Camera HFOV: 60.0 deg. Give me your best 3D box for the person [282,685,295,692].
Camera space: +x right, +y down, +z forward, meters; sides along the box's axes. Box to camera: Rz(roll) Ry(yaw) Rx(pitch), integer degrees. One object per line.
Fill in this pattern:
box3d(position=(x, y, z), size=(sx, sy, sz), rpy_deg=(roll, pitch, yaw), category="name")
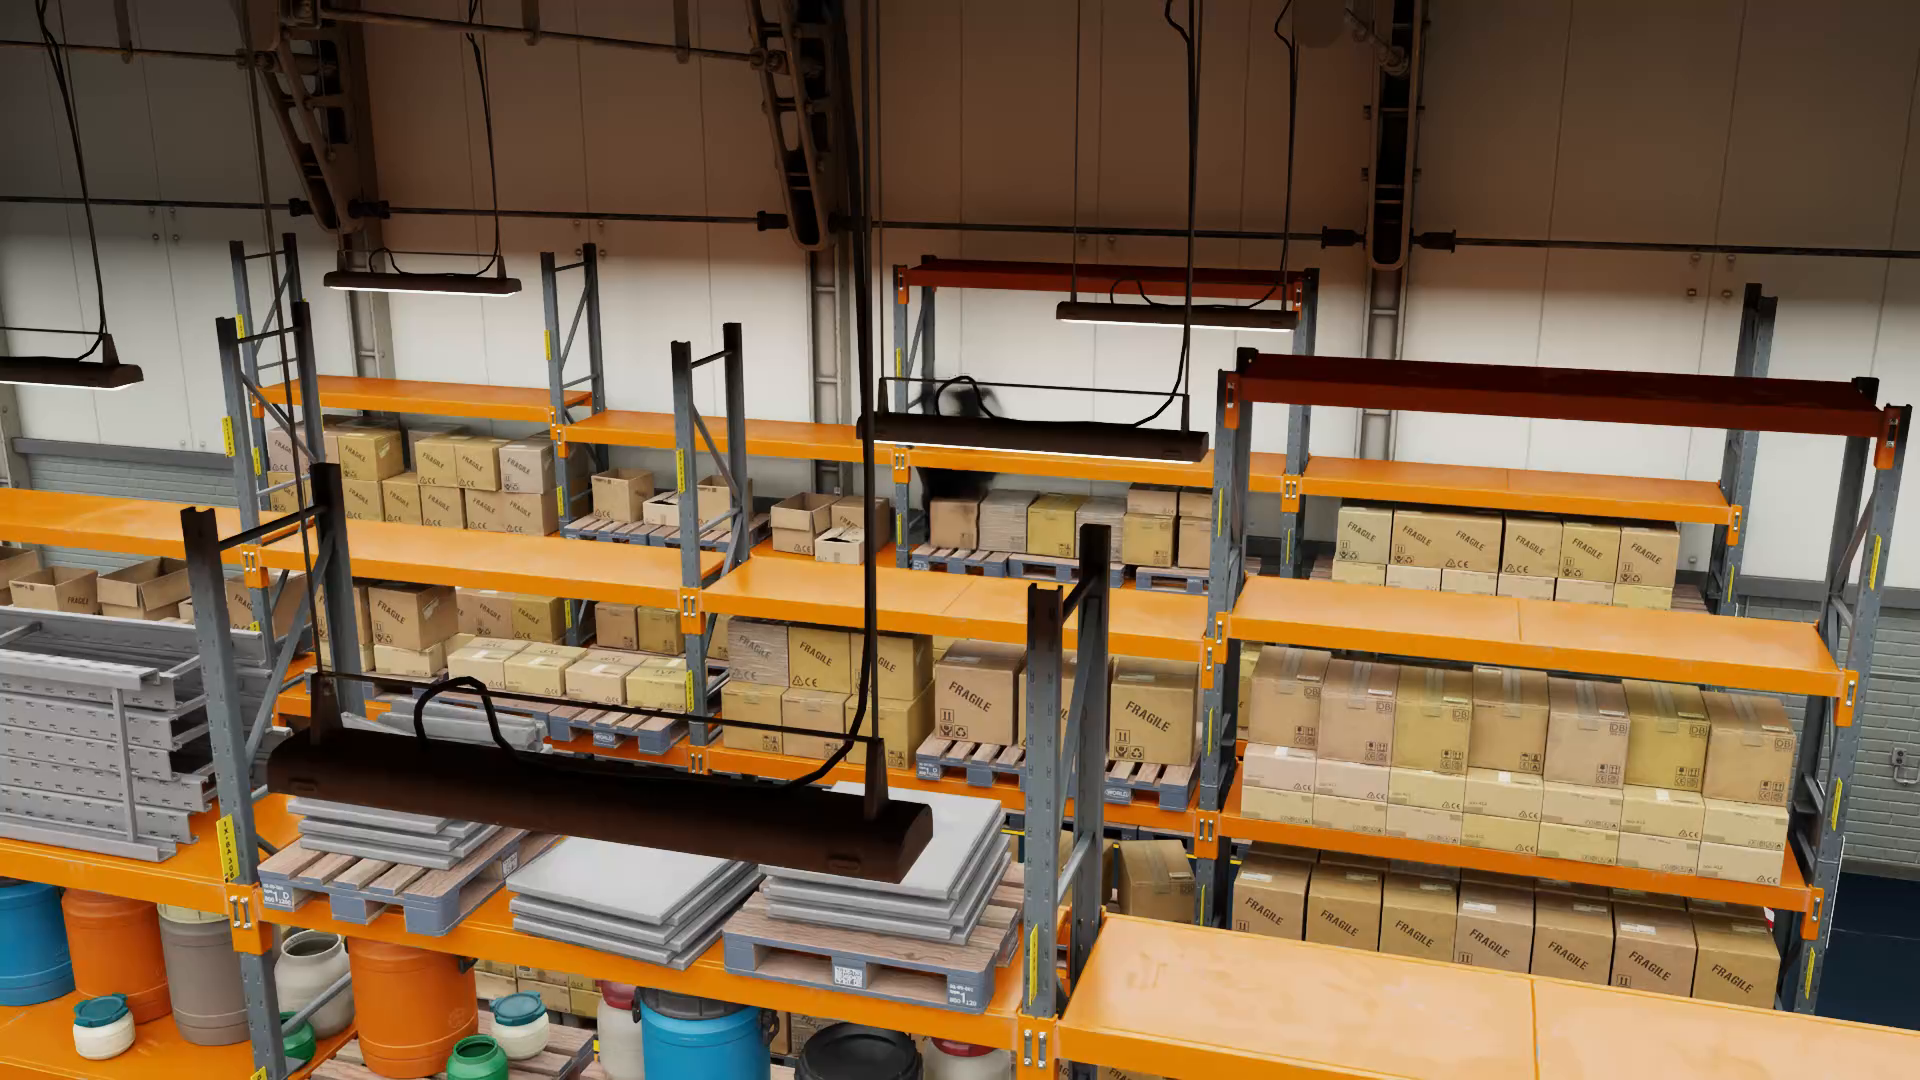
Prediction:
box3d(position=(-6.959, 2.356, 17.520), size=(0.813, 1.762, 0.666), rpy_deg=(1, 16, 4), category="person")
